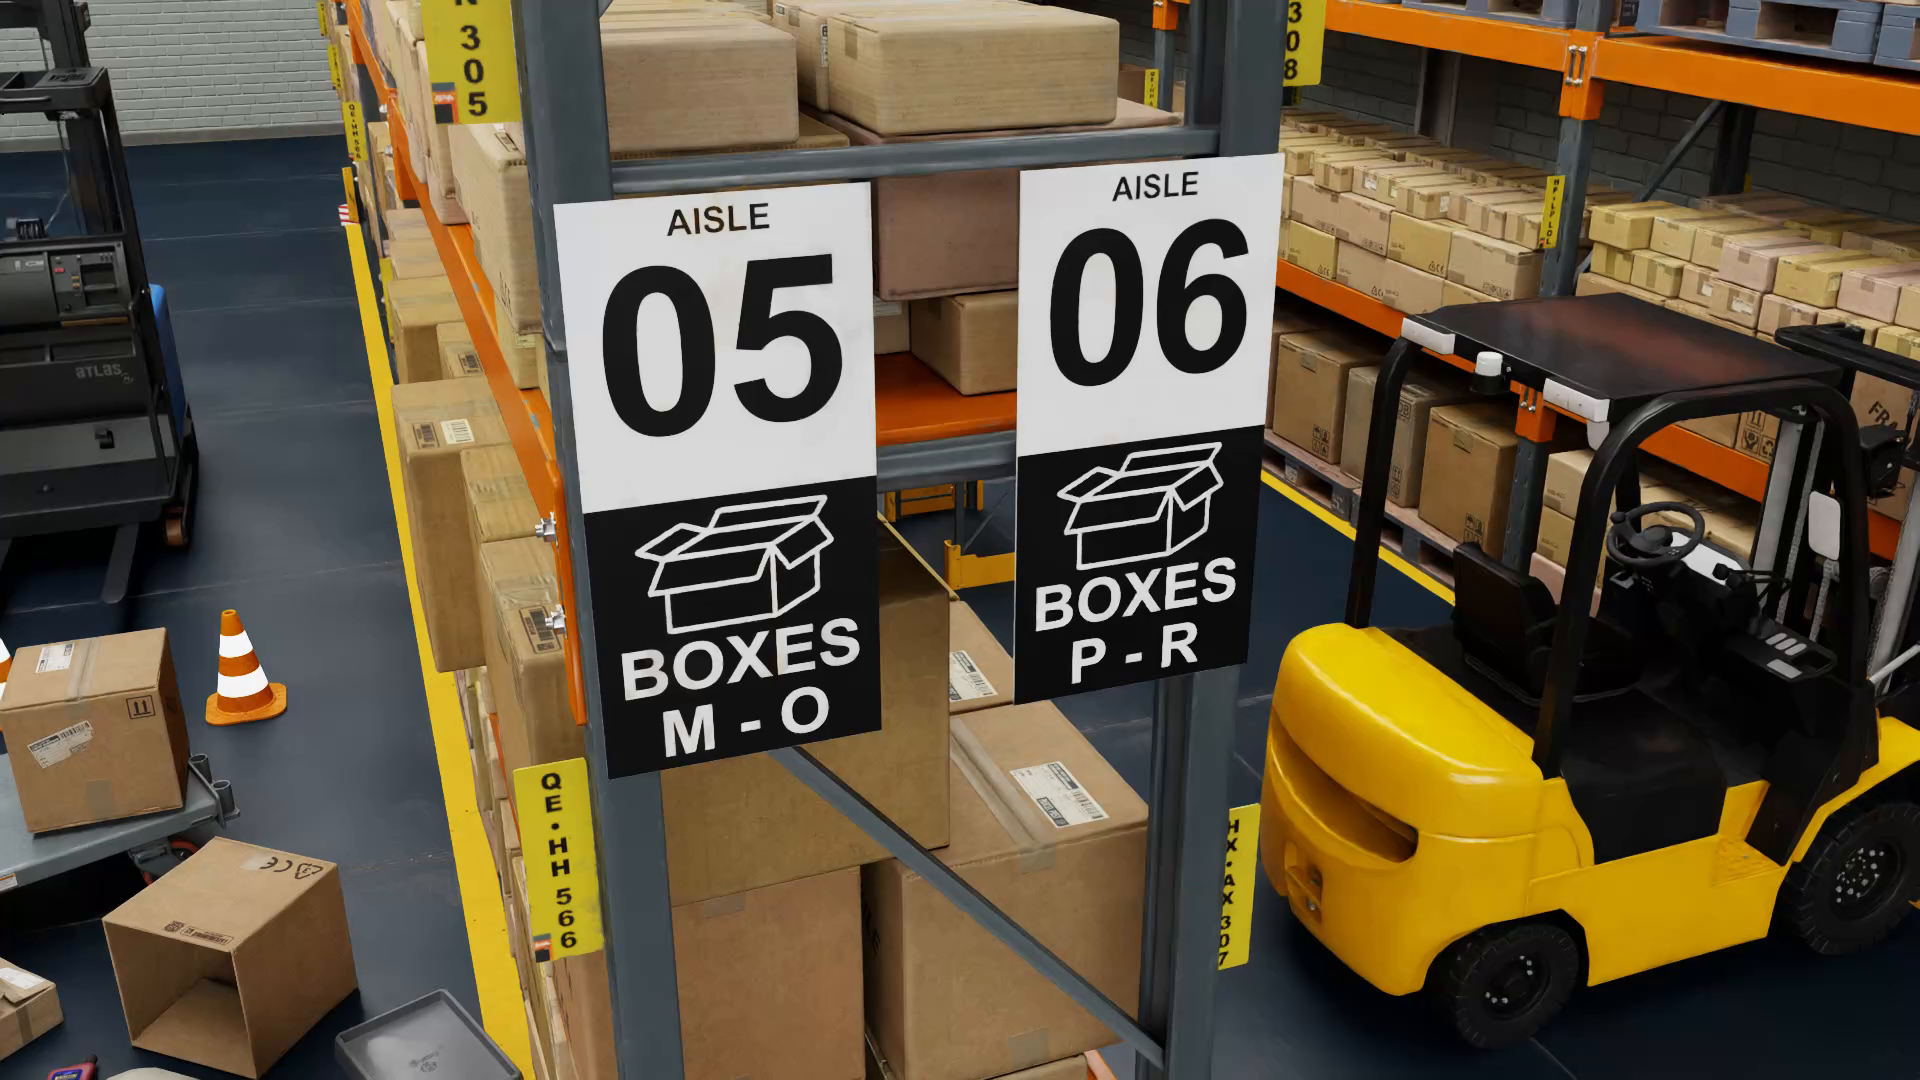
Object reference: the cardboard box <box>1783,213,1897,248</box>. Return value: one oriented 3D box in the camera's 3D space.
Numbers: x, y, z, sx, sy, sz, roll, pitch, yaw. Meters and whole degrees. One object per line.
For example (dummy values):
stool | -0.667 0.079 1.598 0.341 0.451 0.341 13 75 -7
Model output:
cardboard box | 3.732 -1.278 7.074 0.380 0.149 0.250 -9 24 -19

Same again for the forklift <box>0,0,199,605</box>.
forklift | -4.875 -1.353 8.686 1.130 2.935 3.031 -8 24 -19

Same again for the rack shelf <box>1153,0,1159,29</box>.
rack shelf | 1.061 -4.293 12.637 1.077 0.370 4.000 -8 24 -19

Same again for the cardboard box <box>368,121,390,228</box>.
cardboard box | -2.932 -2.014 9.115 0.500 0.500 0.500 -9 24 -20

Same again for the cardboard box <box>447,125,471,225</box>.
cardboard box | -0.645 -0.710 3.021 0.500 0.250 0.500 -9 24 -20

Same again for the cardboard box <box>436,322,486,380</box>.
cardboard box | -0.928 -0.282 4.258 0.700 0.500 0.500 -9 24 -19

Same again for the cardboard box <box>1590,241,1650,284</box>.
cardboard box | 3.047 -1.255 7.402 0.380 0.149 0.250 -9 24 -20

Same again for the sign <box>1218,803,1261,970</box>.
sign | 0.459 0.600 2.849 0.100 0.325 0.005 -8 24 -19

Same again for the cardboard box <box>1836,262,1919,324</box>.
cardboard box | 3.545 -0.930 6.248 0.380 0.149 0.250 -8 24 -19

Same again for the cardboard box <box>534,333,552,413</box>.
cardboard box | -0.436 -0.284 2.523 0.380 0.149 0.250 -8 24 -19

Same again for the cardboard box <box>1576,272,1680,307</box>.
cardboard box | 3.093 -0.911 7.421 0.500 0.500 0.500 -9 24 -20

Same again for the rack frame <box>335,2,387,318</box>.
rack frame | -4.288 -3.286 13.185 1.000 3.000 0.127 -8 24 -19

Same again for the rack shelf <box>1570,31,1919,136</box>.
rack shelf | 3.887 -1.386 5.741 1.077 0.370 4.000 -8 24 -19

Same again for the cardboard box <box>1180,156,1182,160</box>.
cardboard box | 1.673 -2.478 10.818 0.500 0.250 0.500 -8 24 -19

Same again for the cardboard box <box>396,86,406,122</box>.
cardboard box | -1.543 -1.396 5.161 0.380 0.149 0.250 -8 24 -19

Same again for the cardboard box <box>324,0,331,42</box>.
cardboard box | -5.798 -5.033 15.913 0.500 0.500 0.500 -9 24 -20

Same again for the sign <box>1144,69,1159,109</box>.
sign | 1.263 -2.935 10.962 0.100 0.325 0.005 -8 24 -19

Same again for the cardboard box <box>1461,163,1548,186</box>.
cardboard box | 2.950 -1.944 9.035 0.380 0.149 0.250 -8 24 -19

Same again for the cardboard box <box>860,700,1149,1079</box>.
cardboard box | 0.044 0.681 3.262 0.500 0.500 0.500 -9 24 -20

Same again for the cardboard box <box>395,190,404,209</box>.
cardboard box | -2.192 -1.261 7.327 0.500 0.500 0.500 -7 24 -17

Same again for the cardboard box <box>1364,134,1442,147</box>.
cardboard box | 2.641 -2.323 9.936 0.380 0.149 0.250 -9 24 -20

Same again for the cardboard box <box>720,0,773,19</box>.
cardboard box | -0.314 -1.084 3.395 0.380 0.149 0.250 -8 24 -19

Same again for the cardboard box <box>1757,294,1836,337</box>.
cardboard box | 3.367 -0.875 6.500 0.380 0.149 0.250 -9 24 -20

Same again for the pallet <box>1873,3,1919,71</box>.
pallet | 3.934 -1.655 5.565 1.003 0.211 1.213 -8 24 -19

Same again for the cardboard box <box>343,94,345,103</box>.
cardboard box | -4.396 -3.249 12.646 0.500 0.250 0.500 -9 24 -21

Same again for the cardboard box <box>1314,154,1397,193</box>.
cardboard box | 2.207 -2.047 9.280 0.380 0.149 0.250 -9 24 -20

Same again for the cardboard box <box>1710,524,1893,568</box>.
cardboard box | 3.416 0.136 6.777 0.500 0.250 0.500 -7 24 -17

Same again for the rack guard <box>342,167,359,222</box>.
rack guard | -5.709 -3.597 17.140 1.175 0.500 0.348 -8 24 -19

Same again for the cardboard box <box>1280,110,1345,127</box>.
cardboard box | 2.269 -2.690 10.807 0.380 0.149 0.250 -8 24 -18

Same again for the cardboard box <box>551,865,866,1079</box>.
cardboard box | -0.498 0.731 3.141 0.500 0.500 0.500 -9 24 -20

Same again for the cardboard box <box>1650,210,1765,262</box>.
cardboard box | 3.209 -1.307 7.143 0.380 0.149 0.250 -8 24 -18

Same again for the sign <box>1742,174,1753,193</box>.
sign | 3.699 -1.574 7.906 0.100 0.325 0.005 -8 24 -19

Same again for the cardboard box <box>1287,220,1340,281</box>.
cardboard box | 2.239 -1.693 9.598 0.500 0.250 0.500 -8 24 -17

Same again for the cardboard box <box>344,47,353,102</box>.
cardboard box | -3.832 -3.043 11.192 0.500 0.500 0.500 -9 24 -20

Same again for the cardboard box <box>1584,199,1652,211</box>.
cardboard box | 3.257 -1.564 8.135 0.380 0.149 0.250 -9 24 -20

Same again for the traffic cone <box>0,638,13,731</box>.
traffic cone | -4.247 0.563 7.319 0.336 0.463 0.334 -8 24 -19

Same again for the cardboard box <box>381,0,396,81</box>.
cardboard box | -1.371 -1.446 4.767 0.500 0.250 0.500 -9 24 -19

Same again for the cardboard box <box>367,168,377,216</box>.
cardboard box | -3.283 -2.135 10.004 0.500 0.250 0.500 -8 24 -19

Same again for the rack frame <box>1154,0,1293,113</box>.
rack frame | 1.768 -2.515 11.356 1.000 3.000 0.127 -8 24 -19

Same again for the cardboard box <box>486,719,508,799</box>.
cardboard box | -1.237 0.638 5.072 0.380 0.149 0.250 -7 24 -16

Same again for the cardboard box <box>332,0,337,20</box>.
cardboard box | -4.694 -4.160 13.007 0.380 0.149 0.250 -9 24 -20

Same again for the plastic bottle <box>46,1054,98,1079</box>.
plastic bottle | -2.760 1.701 5.136 0.133 0.061 0.283 -4 23 -10

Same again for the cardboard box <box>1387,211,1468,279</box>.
cardboard box | 2.580 -1.552 8.621 0.500 0.250 0.500 -9 24 -20

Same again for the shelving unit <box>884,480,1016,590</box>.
shelving unit | 0.027 -0.663 8.893 0.587 1.500 1.083 -8 24 -19

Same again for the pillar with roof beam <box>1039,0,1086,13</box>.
pillar with roof beam | -3.076 -6.519 13.131 9.100 9.000 0.400 -8 24 -19

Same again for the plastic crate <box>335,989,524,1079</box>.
plastic crate | -1.674 1.649 5.235 0.402 0.080 0.583 -18 29 -37

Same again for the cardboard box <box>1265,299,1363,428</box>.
cardboard box | 2.213 -1.150 10.633 0.875 0.625 0.625 -8 24 -17

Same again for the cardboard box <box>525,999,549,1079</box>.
cardboard box | -0.951 1.512 4.800 0.500 0.250 0.500 -9 25 -21

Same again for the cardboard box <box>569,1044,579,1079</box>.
cardboard box | -0.574 1.006 3.324 0.380 0.149 0.250 -9 24 -20

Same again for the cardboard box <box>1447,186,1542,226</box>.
cardboard box | 2.707 -1.688 8.429 0.380 0.149 0.250 -8 24 -19

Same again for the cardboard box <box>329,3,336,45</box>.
cardboard box | -5.073 -4.296 14.164 0.500 0.500 0.500 -8 24 -18

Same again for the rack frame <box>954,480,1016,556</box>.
rack frame | 0.210 -0.475 8.447 0.500 1.500 0.032 -8 24 -19

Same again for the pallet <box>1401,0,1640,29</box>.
pallet | 2.857 -2.675 8.118 0.805 0.209 1.217 -9 25 -21

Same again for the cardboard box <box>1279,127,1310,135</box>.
cardboard box | 1.919 -2.424 10.176 0.380 0.149 0.250 -8 24 -18

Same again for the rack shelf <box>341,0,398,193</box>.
rack shelf | -2.168 -2.157 7.570 1.077 0.370 4.000 -8 24 -19

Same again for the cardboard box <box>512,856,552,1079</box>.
cardboard box | -0.935 1.173 4.639 0.500 0.500 0.500 -9 24 -20

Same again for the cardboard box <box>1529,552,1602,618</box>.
cardboard box | 3.042 0.233 7.835 0.500 0.250 0.500 -8 24 -18
